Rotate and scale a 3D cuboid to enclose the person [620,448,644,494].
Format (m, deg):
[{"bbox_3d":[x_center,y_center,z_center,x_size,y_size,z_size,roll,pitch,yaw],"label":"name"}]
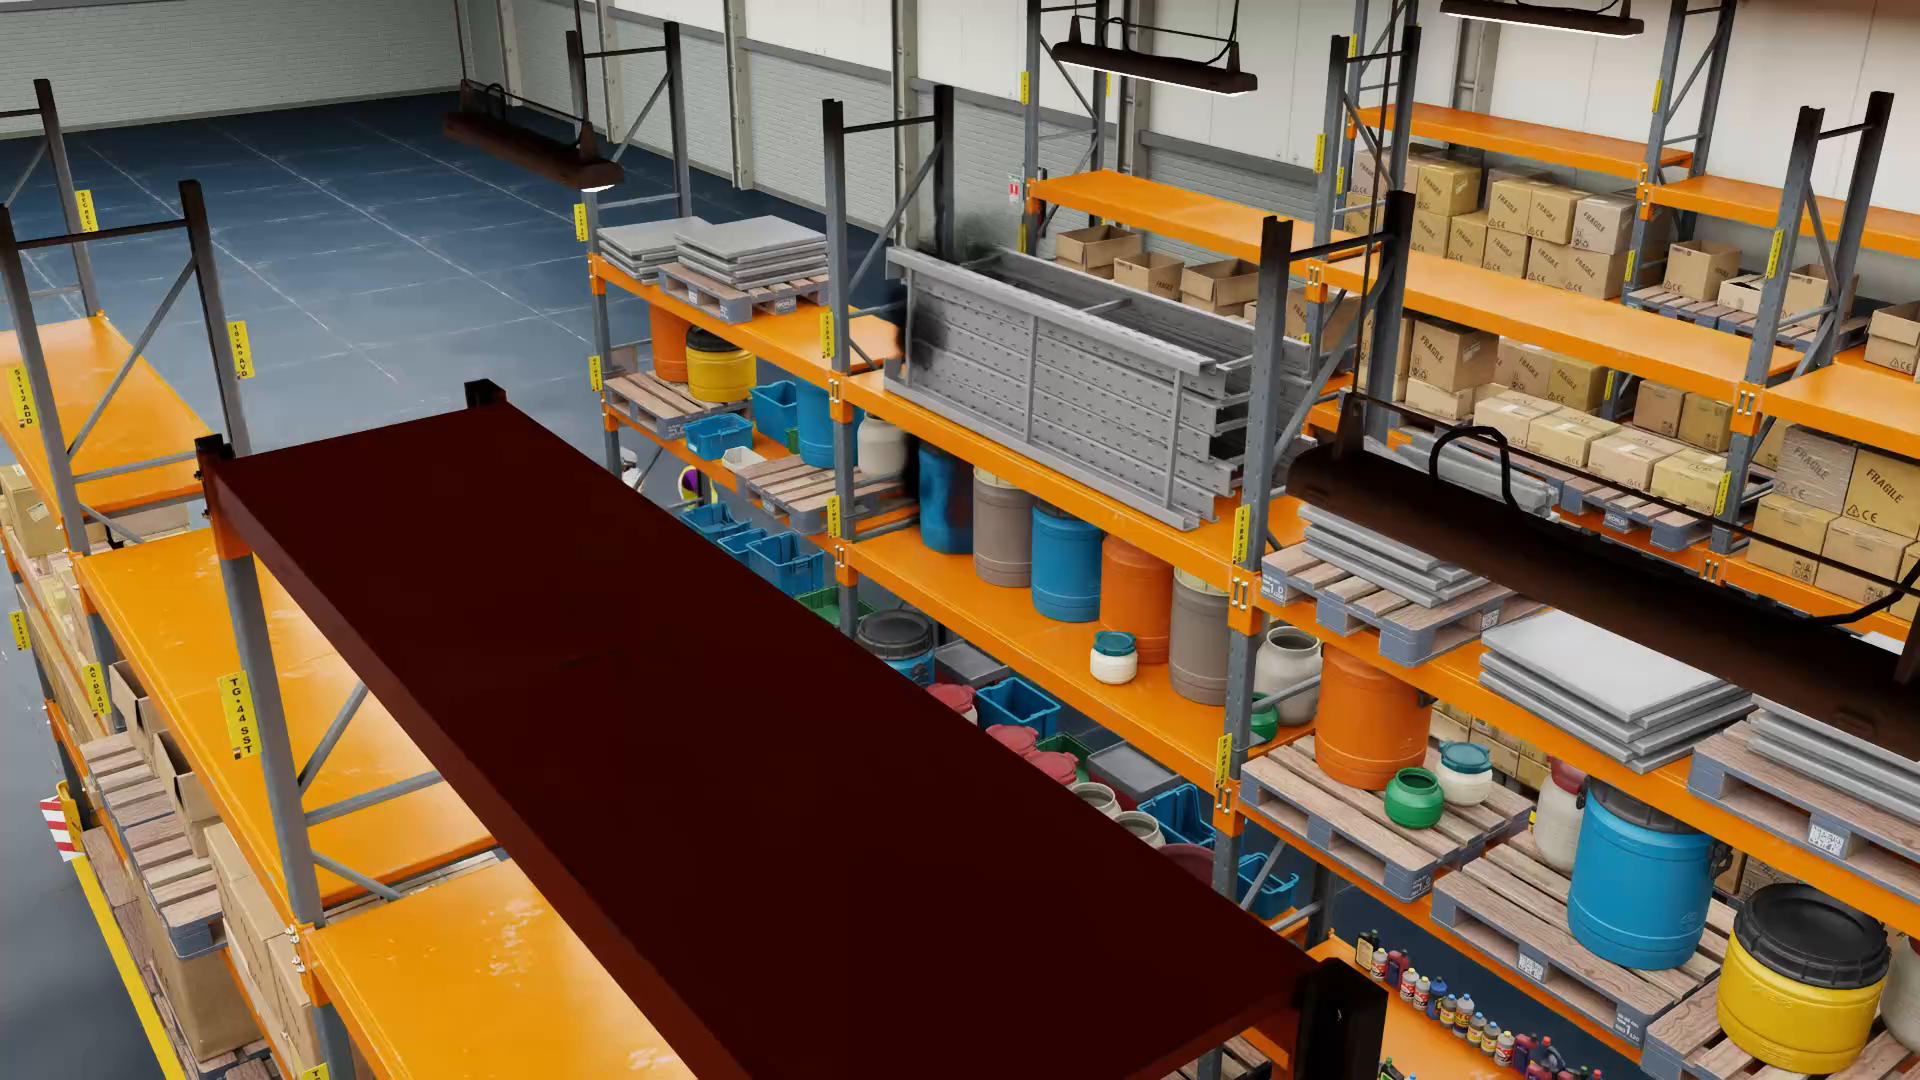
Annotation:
[{"bbox_3d":[-3.440,-0.230,17.523,0.656,1.636,0.652,0,25,0],"label":"person"}]

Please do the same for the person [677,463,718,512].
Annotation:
[{"bbox_3d":[-2.772,-0.314,17.518,0.905,1.760,0.765,7,26,14],"label":"person"}]
